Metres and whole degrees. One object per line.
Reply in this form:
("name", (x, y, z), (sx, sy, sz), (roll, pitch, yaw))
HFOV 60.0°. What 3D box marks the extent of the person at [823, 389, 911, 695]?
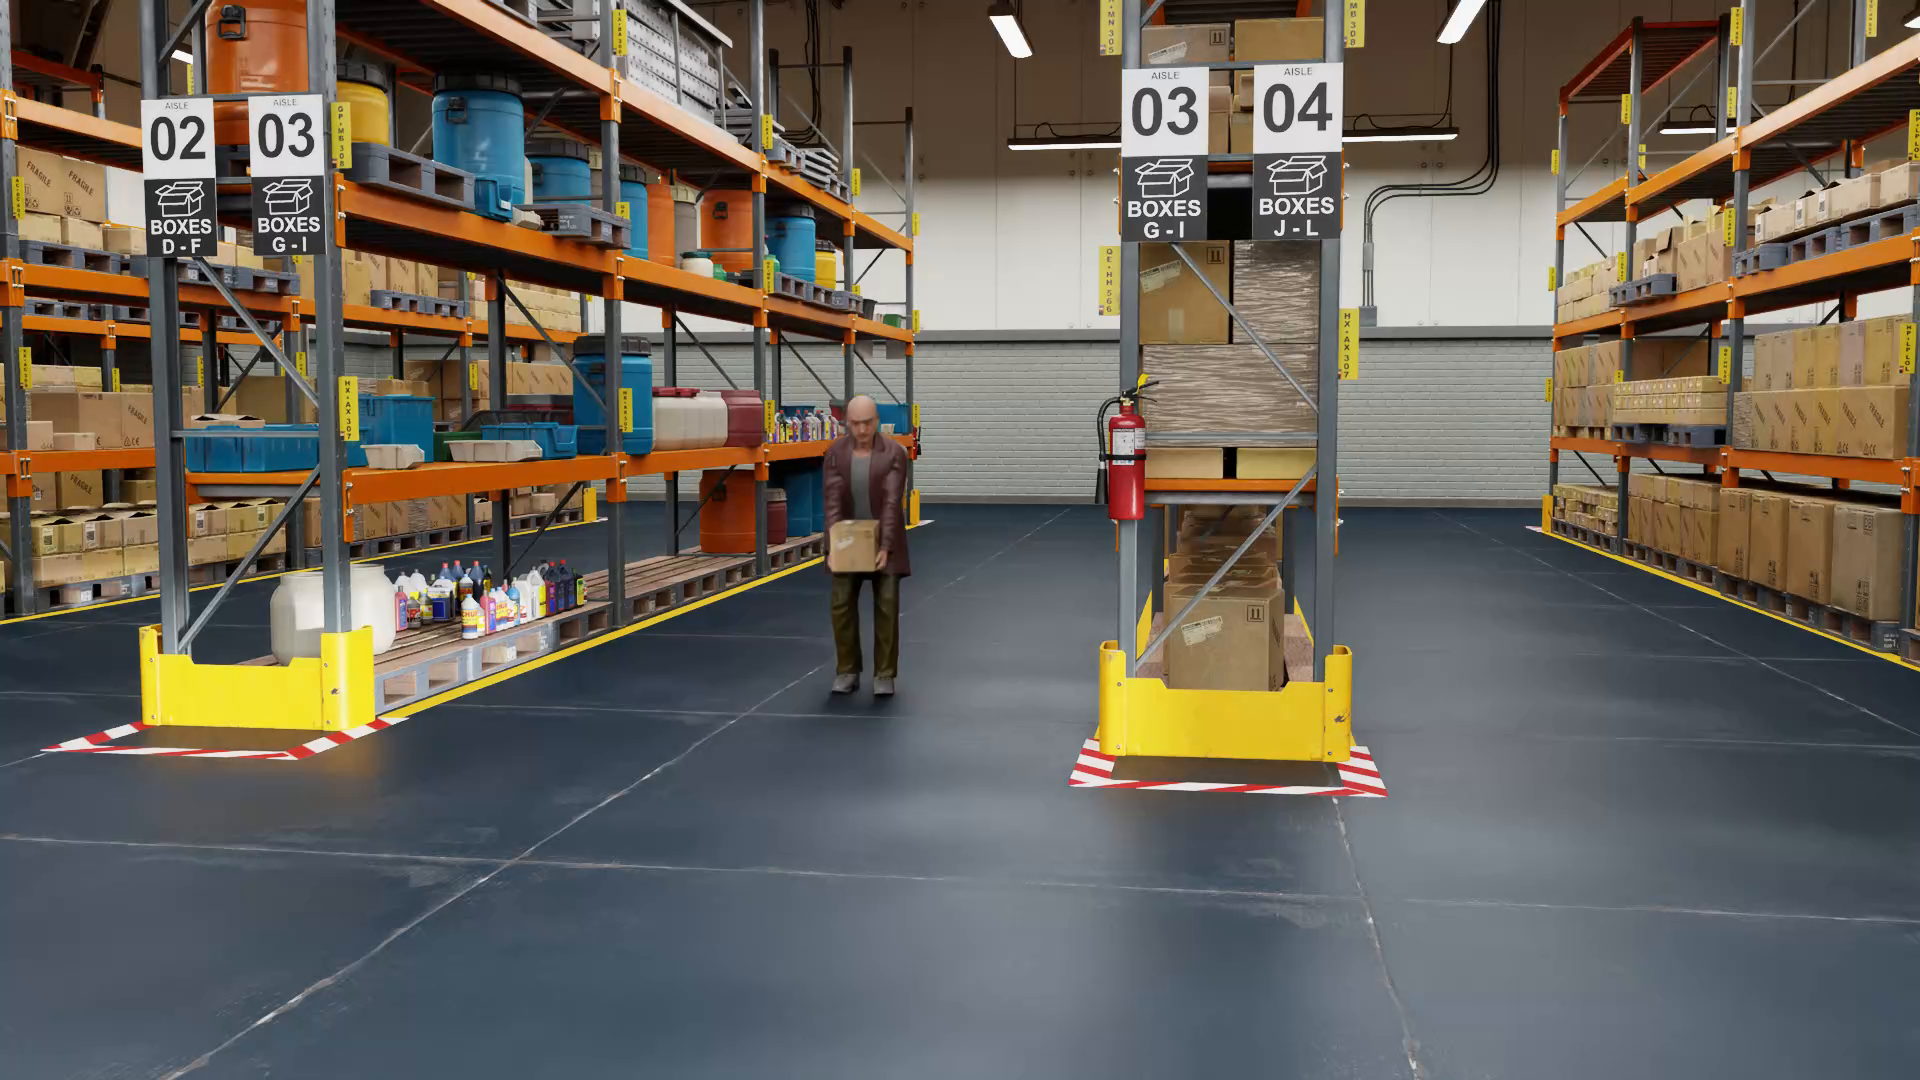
("person", (-0.553, 0.012, 9.593), (0.528, 1.760, 0.592), (1, 4, 8))
